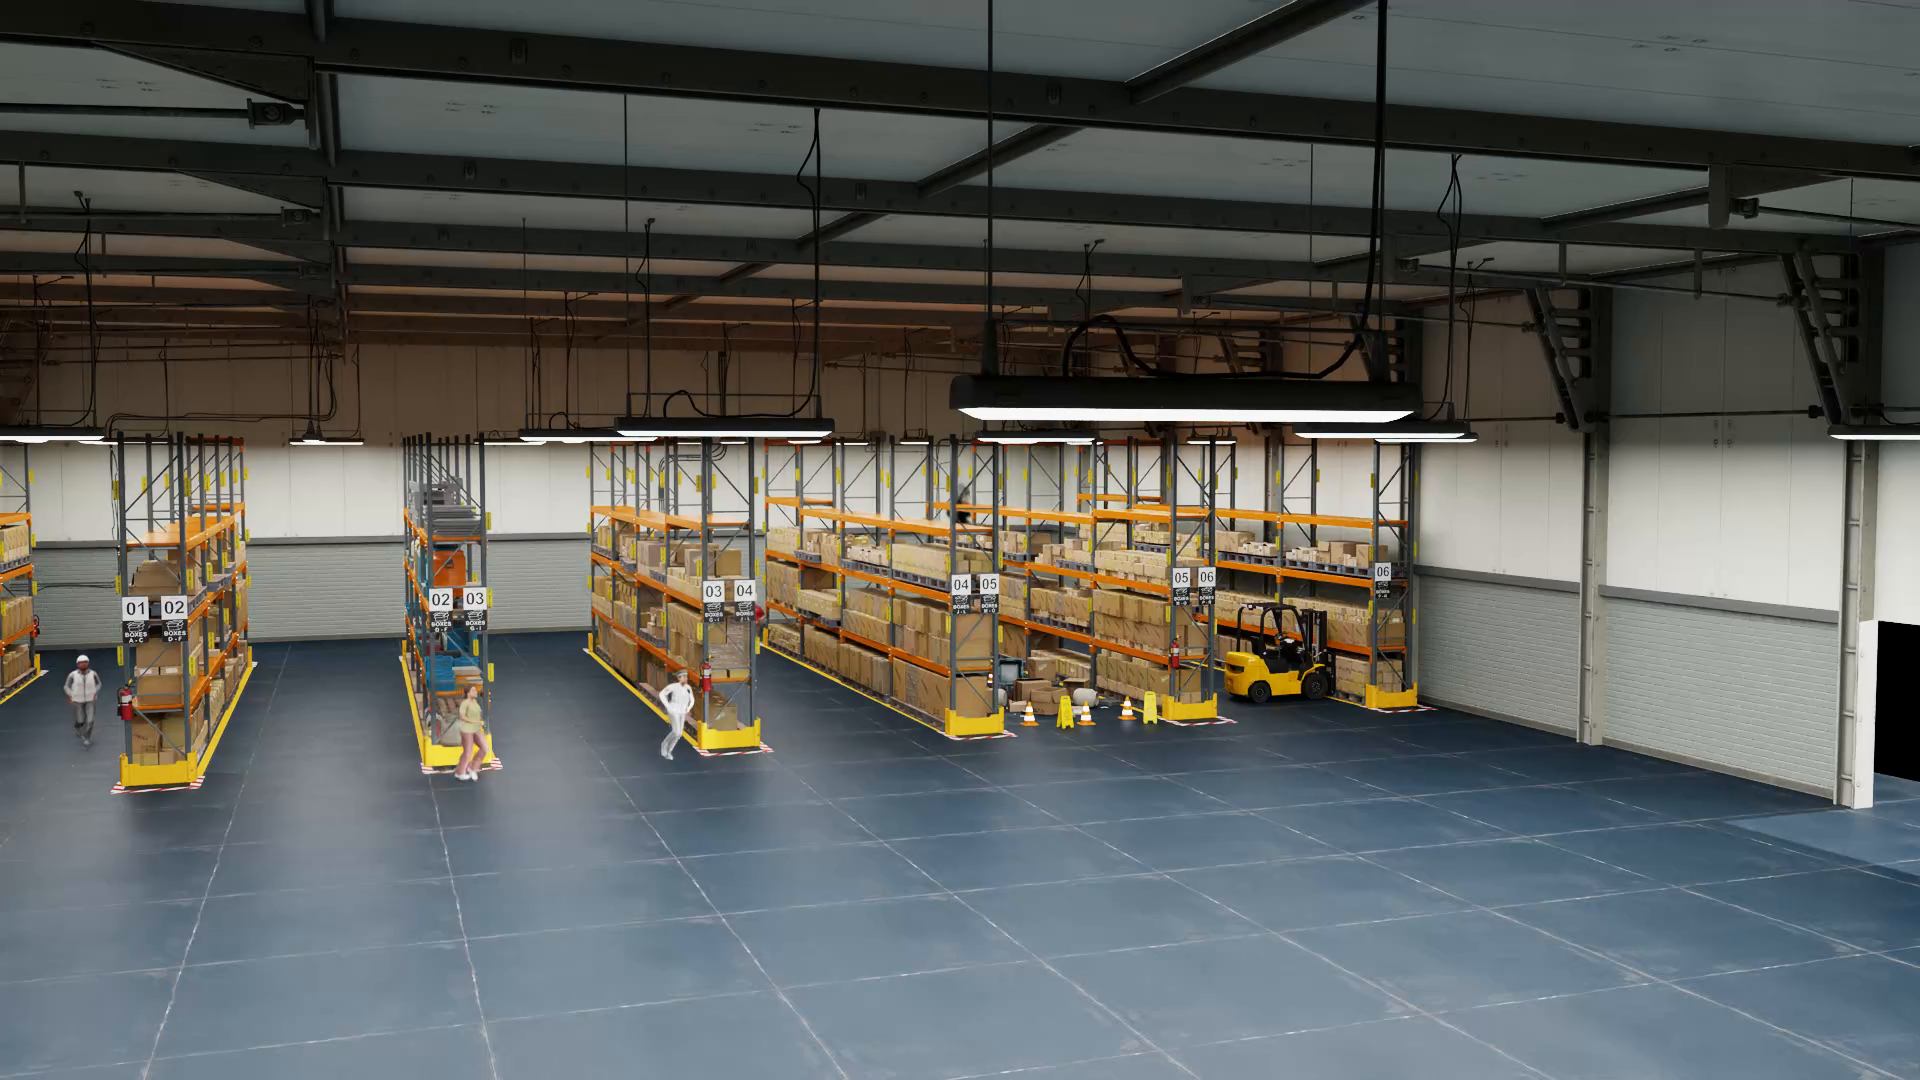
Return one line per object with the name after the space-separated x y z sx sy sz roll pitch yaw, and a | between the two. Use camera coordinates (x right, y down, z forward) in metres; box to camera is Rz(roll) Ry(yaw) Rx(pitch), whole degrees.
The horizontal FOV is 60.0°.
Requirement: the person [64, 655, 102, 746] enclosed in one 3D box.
-16.895 3.087 32.067 0.659 1.729 0.586 -2 4 -35 | person

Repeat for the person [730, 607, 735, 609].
-6.701 2.237 47.367 0.720 1.712 0.558 0 3 4 | person

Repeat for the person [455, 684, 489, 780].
-8.394 3.314 28.606 0.648 1.679 0.599 1 3 20 | person

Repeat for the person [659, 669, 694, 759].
-5.178 3.206 30.686 0.625 1.656 0.500 -3 4 -42 | person

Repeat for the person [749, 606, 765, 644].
-5.551 2.402 44.560 0.632 1.741 0.868 -1 3 -13 | person
